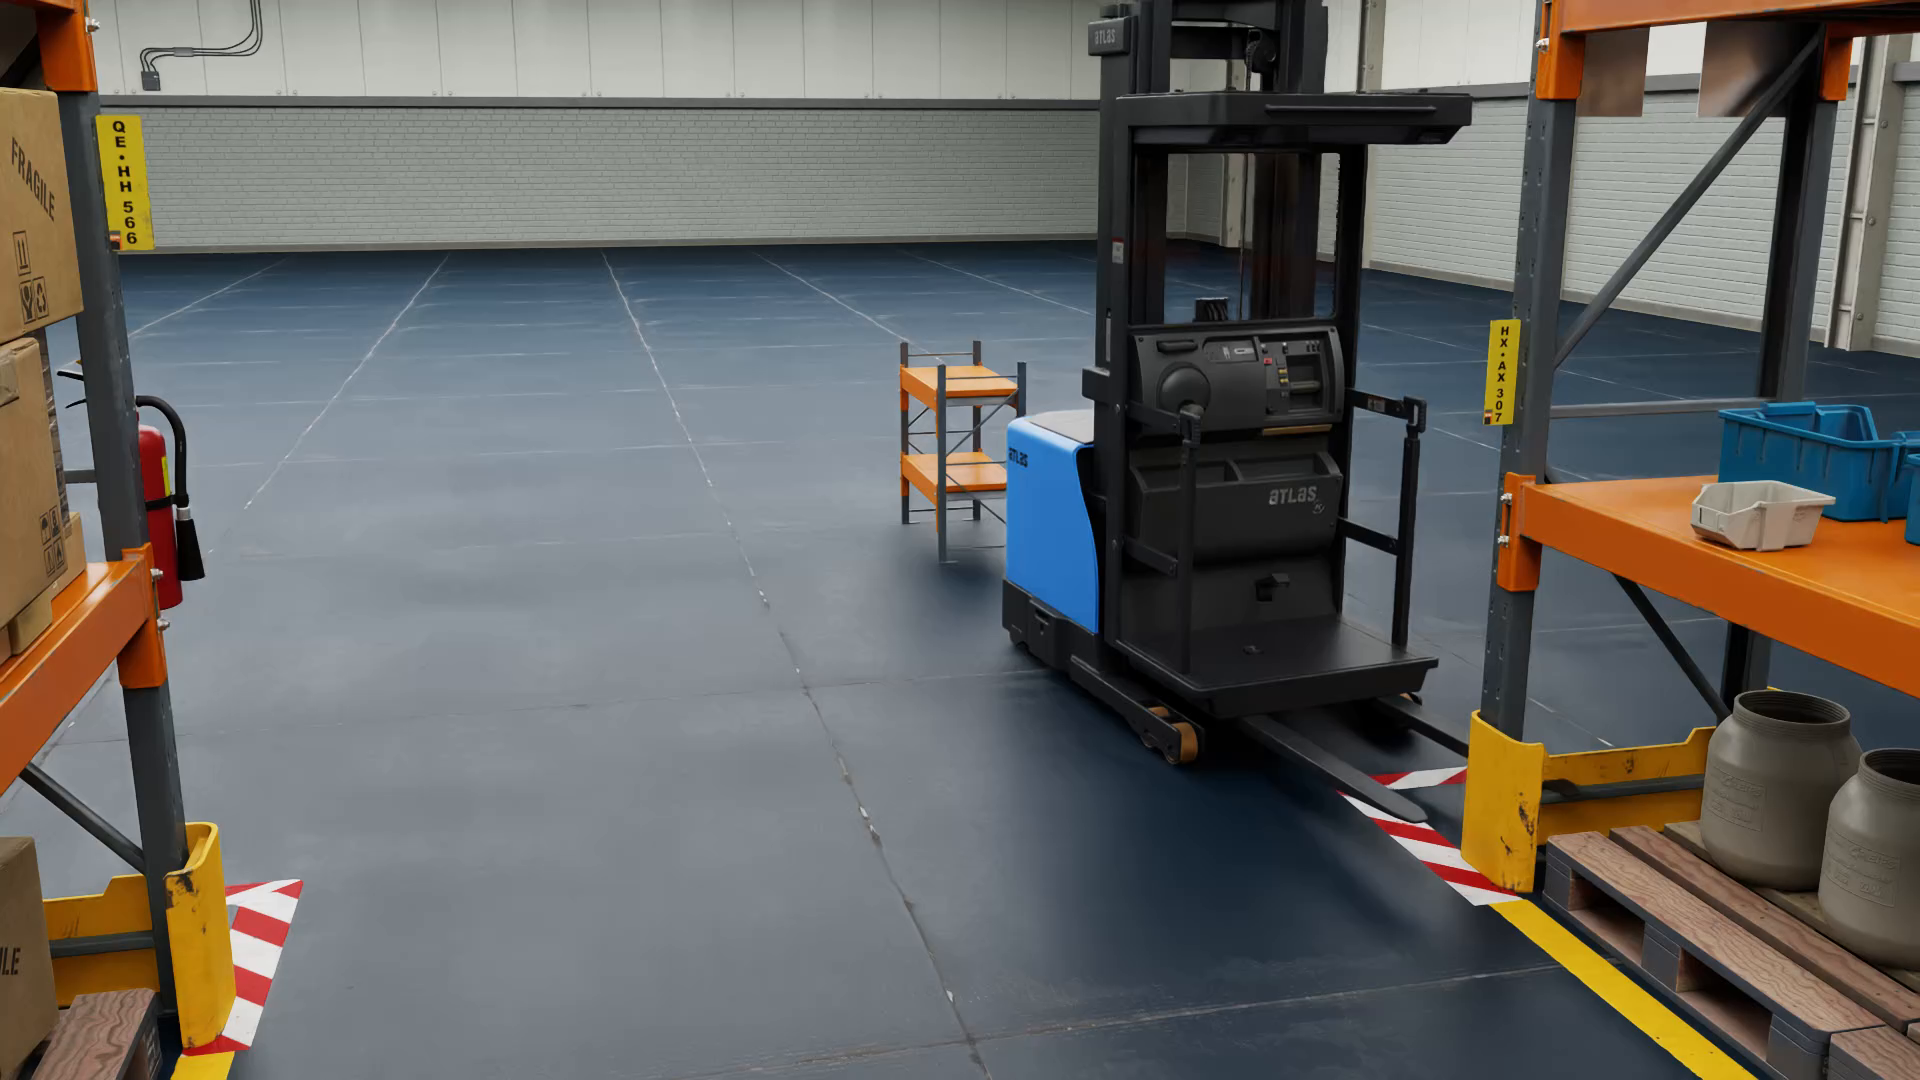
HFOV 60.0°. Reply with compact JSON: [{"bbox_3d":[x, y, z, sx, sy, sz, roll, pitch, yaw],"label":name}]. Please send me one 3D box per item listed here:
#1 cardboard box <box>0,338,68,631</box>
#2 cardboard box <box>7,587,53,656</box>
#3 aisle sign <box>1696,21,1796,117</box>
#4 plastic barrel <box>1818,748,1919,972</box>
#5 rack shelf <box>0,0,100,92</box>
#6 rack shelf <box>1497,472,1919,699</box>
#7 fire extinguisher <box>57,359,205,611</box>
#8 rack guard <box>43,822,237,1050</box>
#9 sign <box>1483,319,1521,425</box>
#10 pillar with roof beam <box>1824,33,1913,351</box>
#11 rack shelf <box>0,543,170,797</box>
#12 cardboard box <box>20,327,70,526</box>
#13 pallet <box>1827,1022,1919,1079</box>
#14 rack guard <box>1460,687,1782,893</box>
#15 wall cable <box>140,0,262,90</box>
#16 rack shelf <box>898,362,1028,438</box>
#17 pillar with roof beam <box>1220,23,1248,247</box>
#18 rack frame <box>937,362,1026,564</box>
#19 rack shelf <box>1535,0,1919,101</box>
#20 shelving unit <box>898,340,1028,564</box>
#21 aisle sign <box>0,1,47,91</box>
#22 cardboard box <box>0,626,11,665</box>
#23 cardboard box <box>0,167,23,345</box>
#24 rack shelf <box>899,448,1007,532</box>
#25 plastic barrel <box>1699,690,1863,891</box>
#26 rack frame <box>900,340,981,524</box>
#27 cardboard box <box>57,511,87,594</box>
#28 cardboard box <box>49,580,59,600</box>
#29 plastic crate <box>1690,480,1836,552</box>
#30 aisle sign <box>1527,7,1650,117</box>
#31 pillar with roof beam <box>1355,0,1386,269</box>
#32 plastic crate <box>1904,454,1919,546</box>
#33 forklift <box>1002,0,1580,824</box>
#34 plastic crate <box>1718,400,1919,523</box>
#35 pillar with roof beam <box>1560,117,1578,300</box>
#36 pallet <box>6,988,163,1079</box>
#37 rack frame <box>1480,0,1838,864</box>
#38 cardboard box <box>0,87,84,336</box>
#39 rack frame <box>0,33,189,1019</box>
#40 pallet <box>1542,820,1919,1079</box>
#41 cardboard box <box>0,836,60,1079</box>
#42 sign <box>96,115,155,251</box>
[{"bbox_3d":[-2.265,-0.093,3.151,0.875,0.500,0.500,-3,14,-13],"label":"cardboard box"},{"bbox_3d":[-2.168,0.151,3.516,0.380,0.149,0.250,-3,14,-13],"label":"cardboard box"},{"bbox_3d":[2.484,-1.709,5.126,0.394,0.787,0.004,-3,14,-13],"label":"aisle sign"},{"bbox_3d":[2.559,0.854,4.467,0.421,0.512,0.421,0,14,0],"label":"plastic barrel"},{"bbox_3d":[-2.132,-0.784,2.010,1.077,0.370,4.000,-3,14,-13],"label":"rack shelf"},{"bbox_3d":[2.682,0.397,3.496,1.077,0.370,4.000,-3,14,-13],"label":"rack shelf"},{"bbox_3d":[-2.181,-0.152,4.391,0.296,0.674,0.183,-3,14,-13],"label":"fire extinguisher"},{"bbox_3d":[-2.584,1.094,4.394,1.175,0.500,0.348,-3,14,-13],"label":"rack guard"},{"bbox_3d":[1.677,-0.518,5.145,0.100,0.325,0.005,-3,14,-13],"label":"sign"},{"bbox_3d":[5.845,-6.295,16.732,9.100,9.000,0.400,-3,14,-13],"label":"pillar with roof beam"},{"bbox_3d":[-2.132,0.674,2.366,1.077,0.370,4.000,-3,14,-13],"label":"rack shelf"},{"bbox_3d":[-2.500,-0.202,3.596,0.875,0.500,0.500,-3,14,-13],"label":"cardboard box"},{"bbox_3d":[2.745,1.425,3.651,1.003,0.211,1.213,-3,14,-13],"label":"pallet"},{"bbox_3d":[2.276,0.816,5.535,1.175,0.500,0.348,-3,14,-13],"label":"rack guard"},{"bbox_3d":[-14.992,-11.863,32.356,2.305,6.003,0.169,-3,14,-13],"label":"wall cable"},{"bbox_3d":[0.002,-0.829,9.718,0.538,0.278,1.000,-3,14,-13],"label":"rack shelf"},{"bbox_3d":[1.617,-10.447,33.729,9.100,9.000,0.400,-3,14,-13],"label":"pillar with roof beam"},{"bbox_3d":[0.121,-0.428,9.307,0.500,1.125,0.032,-3,14,-13],"label":"rack frame"},{"bbox_3d":[2.682,-1.060,3.140,1.077,0.370,4.000,-3,14,-13],"label":"rack shelf"},{"bbox_3d":[0.002,-0.545,9.787,0.538,1.125,1.048,-3,14,-13],"label":"shelving unit"},{"bbox_3d":[-2.325,-1.431,3.987,0.394,0.787,0.004,-3,14,-13],"label":"aisle sign"},{"bbox_3d":[-2.124,0.210,3.277,0.380,0.149,0.250,-3,14,-13],"label":"cardboard box"},{"bbox_3d":[-2.110,-0.588,3.069,0.500,0.500,0.500,-3,14,-13],"label":"cardboard box"},{"bbox_3d":[0.002,-0.307,9.845,0.538,0.278,1.000,-3,14,-13],"label":"rack shelf"},{"bbox_3d":[2.441,0.739,4.940,0.421,0.512,0.421,0,14,0],"label":"plastic barrel"},{"bbox_3d":[-0.118,-0.662,10.267,0.500,1.125,0.032,-3,14,-13],"label":"rack frame"},{"bbox_3d":[-2.334,0.039,3.977,0.380,0.149,0.250,-3,14,-13],"label":"cardboard box"},{"bbox_3d":[-2.276,0.097,3.741,0.380,0.149,0.250,-3,14,-13],"label":"cardboard box"},{"bbox_3d":[2.110,-0.061,4.412,0.298,0.136,0.250,-3,14,-13],"label":"plastic crate"},{"bbox_3d":[1.911,-1.677,4.992,0.394,0.787,0.004,-3,14,-13],"label":"aisle sign"},{"bbox_3d":[3.026,-9.063,28.064,9.100,9.000,0.400,-3,14,-13],"label":"pillar with roof beam"},{"bbox_3d":[2.768,-0.092,4.298,0.499,0.251,0.408,-3,14,-13],"label":"plastic crate"},{"bbox_3d":[1.209,-0.670,6.495,1.130,2.935,3.031,-5,15,-21],"label":"forklift"},{"bbox_3d":[2.621,-0.242,4.912,0.499,0.251,0.616,-3,14,-13],"label":"plastic crate"},{"bbox_3d":[4.436,-7.679,22.398,9.100,9.000,0.400,-3,14,-13],"label":"pillar with roof beam"},{"bbox_3d":[-2.428,1.424,3.653,1.003,0.211,1.213,-3,14,-13],"label":"pallet"},{"bbox_3d":[2.212,-0.413,5.299,1.000,3.000,0.127,-3,14,-13],"label":"rack frame"},{"bbox_3d":[-2.233,-0.703,3.540,0.500,0.500,0.500,-3,14,-13],"label":"cardboard box"},{"bbox_3d":[-2.602,-0.137,4.169,1.000,3.000,0.127,-3,14,-13],"label":"rack frame"},{"bbox_3d":[2.462,1.144,4.801,1.003,0.211,1.213,-3,14,-13],"label":"pallet"},{"bbox_3d":[-2.472,1.018,3.822,0.500,0.500,0.500,-1,14,-3],"label":"cardboard box"},{"bbox_3d":[-2.058,-0.880,4.102,0.100,0.325,0.005,-3,14,-13],"label":"sign"}]
